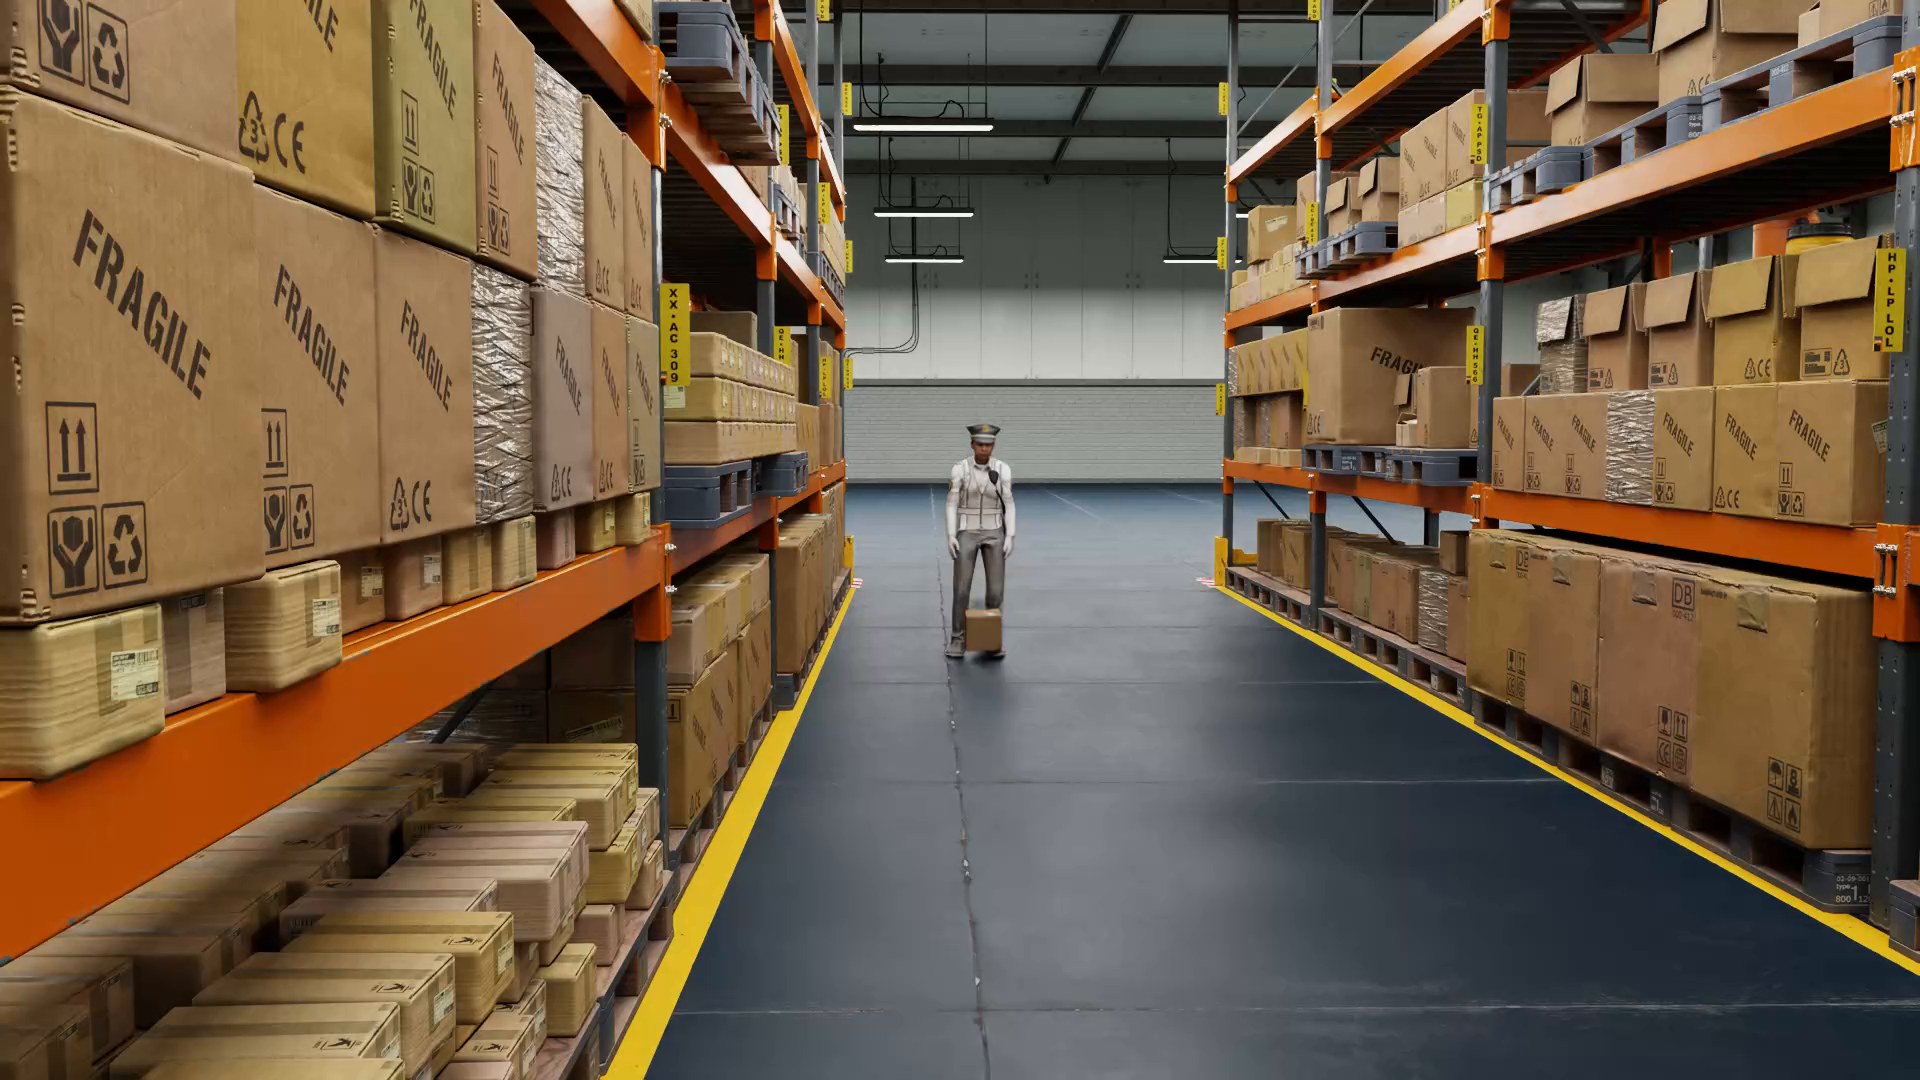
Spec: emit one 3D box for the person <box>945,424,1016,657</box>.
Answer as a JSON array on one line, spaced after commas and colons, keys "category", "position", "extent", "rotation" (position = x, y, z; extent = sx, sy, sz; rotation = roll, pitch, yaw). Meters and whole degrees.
[{"category": "person", "position": [0.148, -0.001, 11.961], "extent": [0.513, 1.665, 0.360], "rotation": [0, 4, -3]}]
